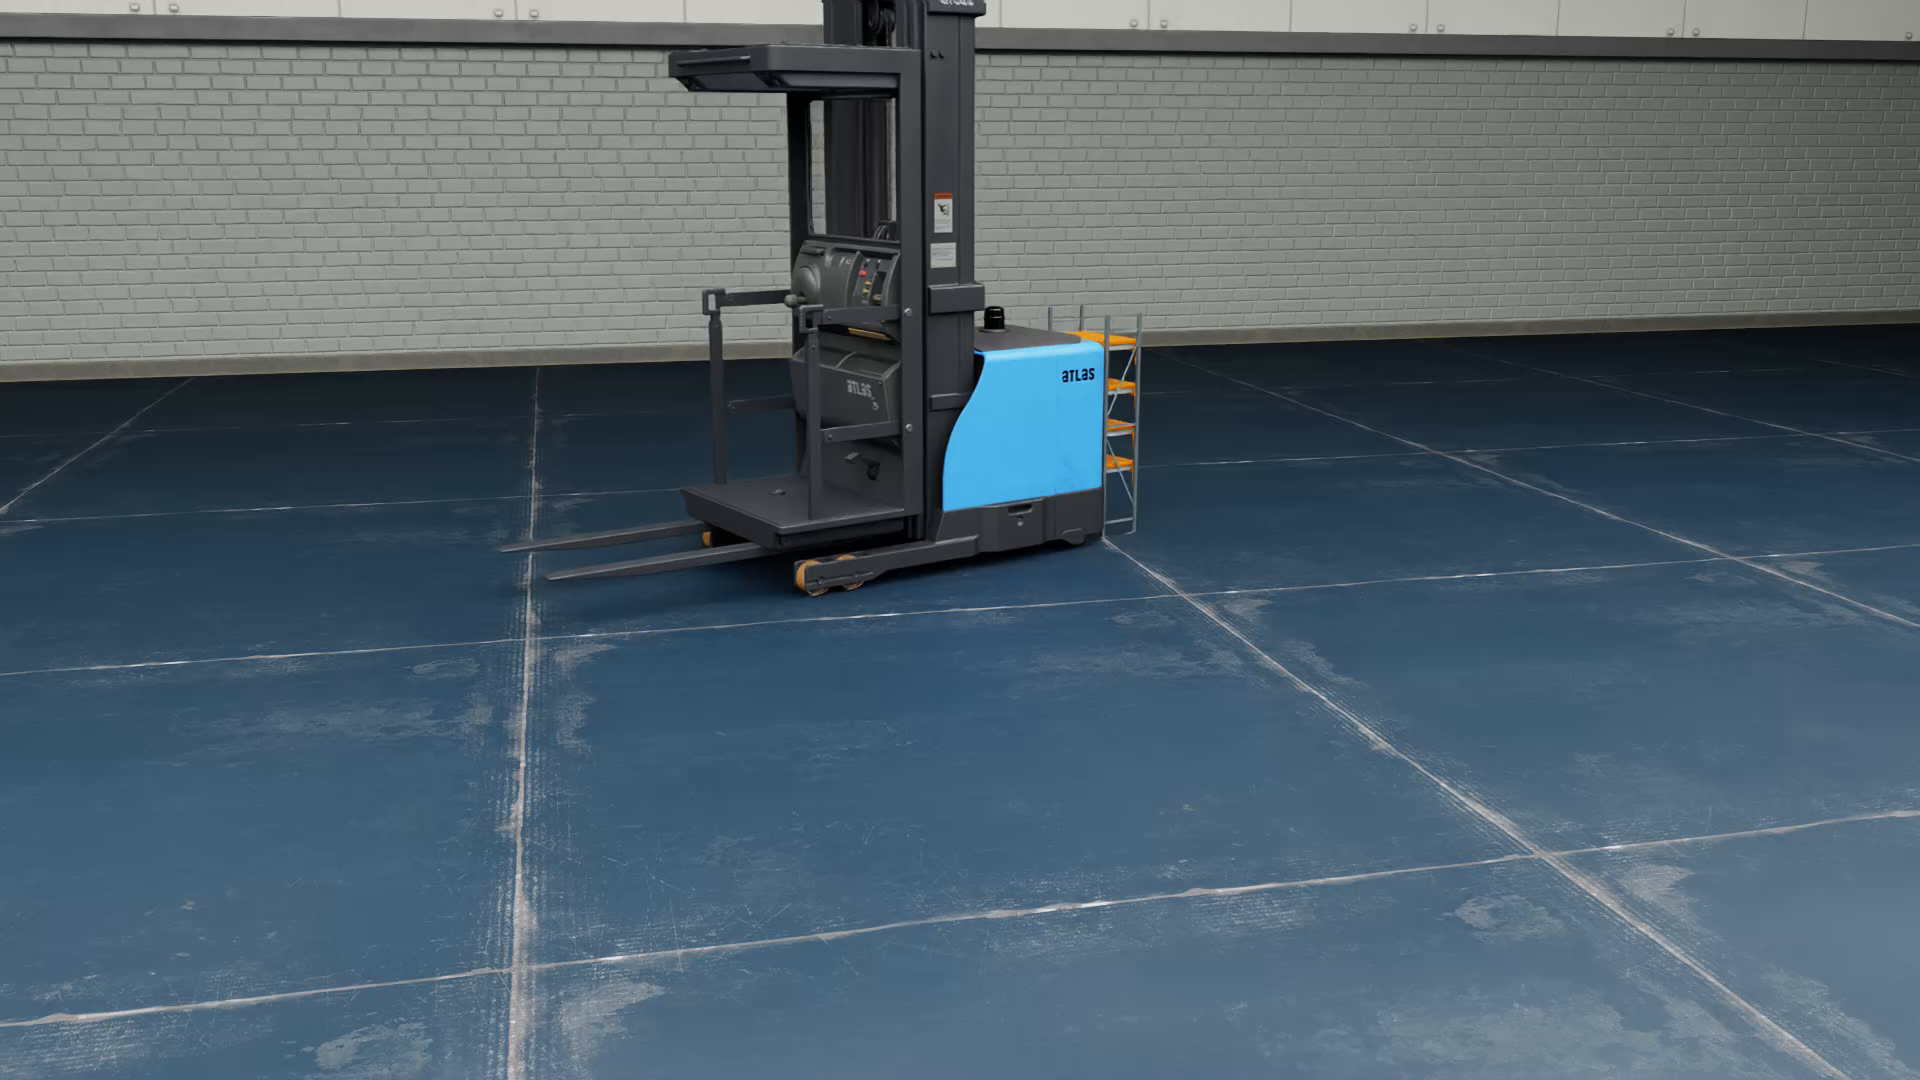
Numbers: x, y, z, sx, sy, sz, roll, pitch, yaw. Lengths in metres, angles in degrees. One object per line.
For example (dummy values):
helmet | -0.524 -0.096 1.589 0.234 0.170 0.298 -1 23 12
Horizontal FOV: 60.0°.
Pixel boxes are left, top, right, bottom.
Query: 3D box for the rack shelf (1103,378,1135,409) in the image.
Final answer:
rack shelf | 0.722 -0.807 9.042 0.258 0.148 0.480 -9 16 -33

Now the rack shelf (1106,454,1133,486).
rack shelf | 0.721 -0.397 9.142 0.258 0.148 0.480 -9 16 -33

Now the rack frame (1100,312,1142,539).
rack frame | 0.859 -0.607 8.883 0.240 1.200 0.015 -9 16 -33

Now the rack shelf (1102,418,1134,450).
rack shelf | 0.721 -0.590 9.095 0.258 0.148 0.480 -9 16 -33

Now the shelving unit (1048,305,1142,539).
shelving unit | 0.721 -0.655 9.079 0.258 1.200 0.503 -9 16 -33

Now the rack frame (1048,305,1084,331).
rack frame | 0.583 -0.703 9.274 0.240 1.200 0.015 -9 16 -33

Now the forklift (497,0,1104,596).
forklift | -0.740 -1.303 8.086 3.031 2.935 1.130 -9 17 -33

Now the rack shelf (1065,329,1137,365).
rack shelf | 0.722 -1.037 8.986 0.258 0.148 0.480 -9 16 -33
